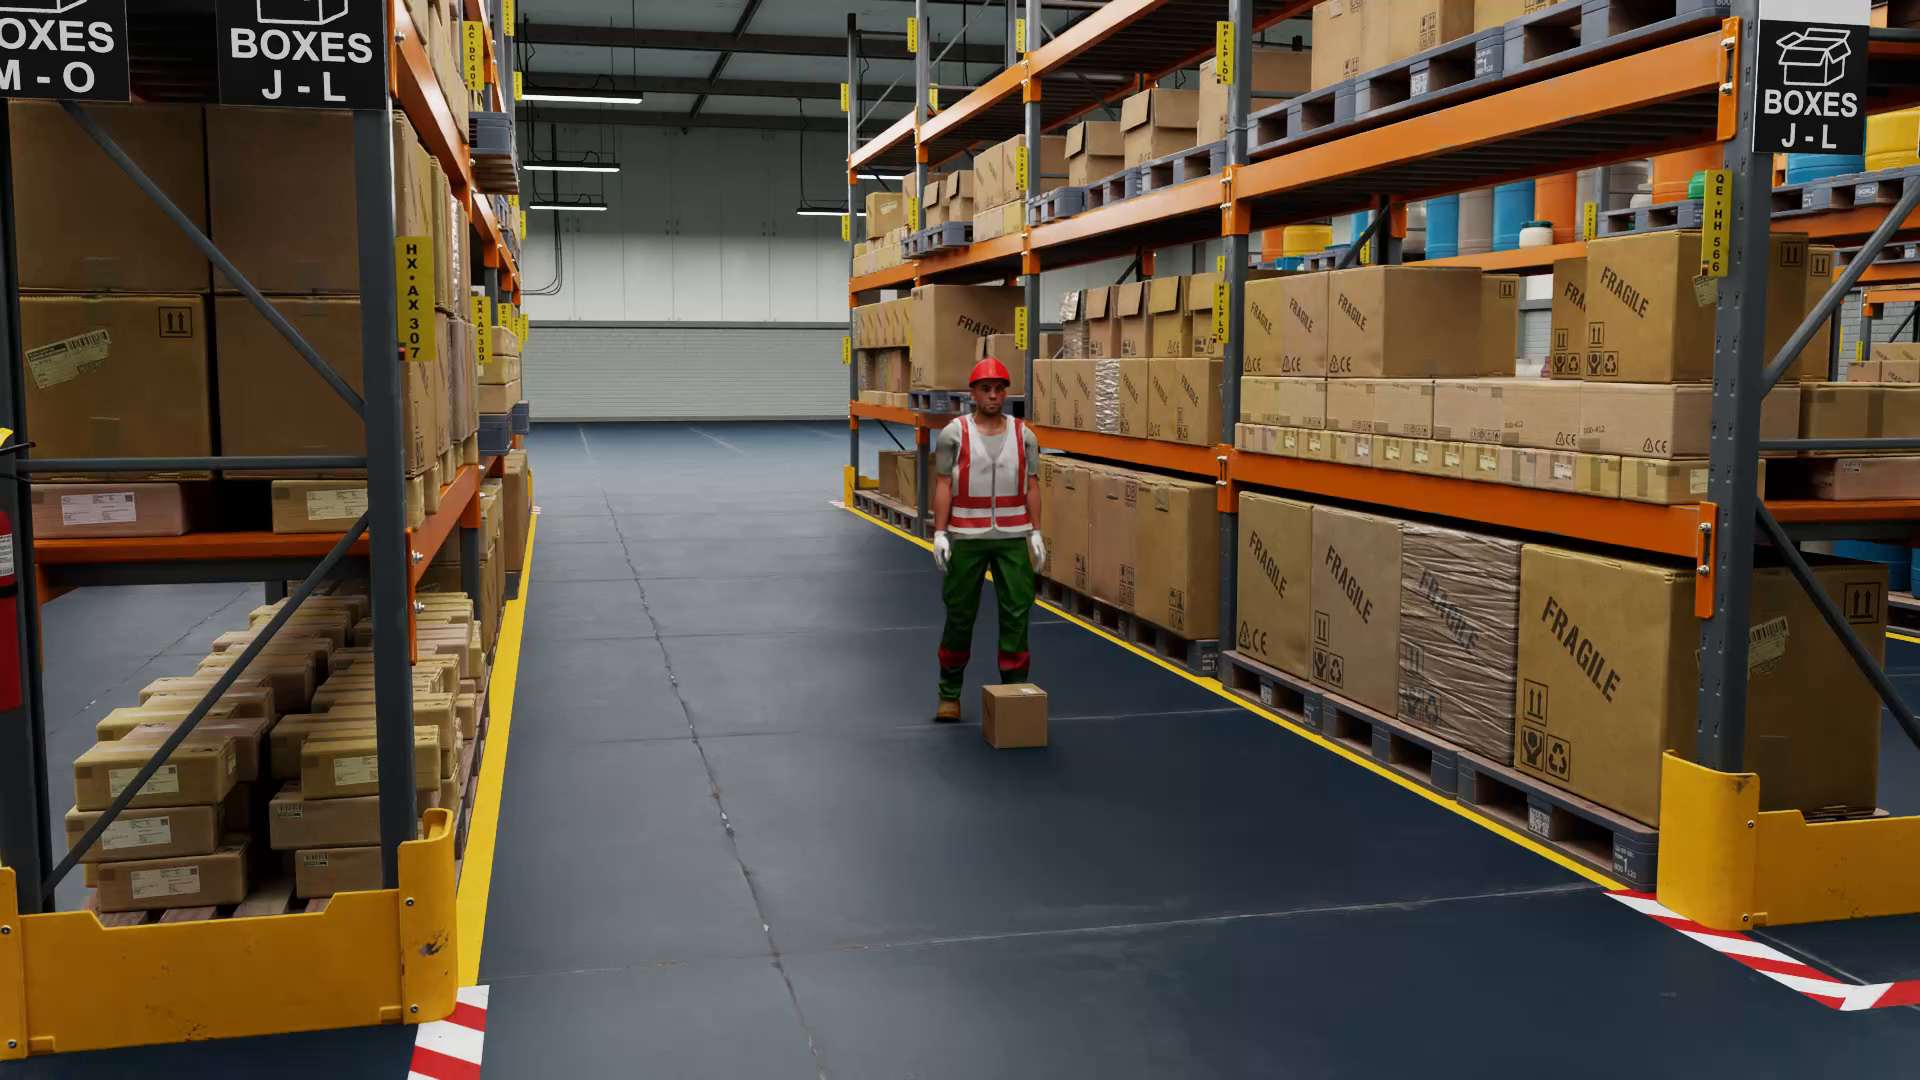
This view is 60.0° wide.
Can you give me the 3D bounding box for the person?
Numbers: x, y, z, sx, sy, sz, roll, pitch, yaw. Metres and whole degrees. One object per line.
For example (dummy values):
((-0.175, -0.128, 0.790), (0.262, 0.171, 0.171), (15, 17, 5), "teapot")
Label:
((0.151, 0.013, 8.147), (0.564, 1.803, 0.562), (-1, 6, -8), "person")
